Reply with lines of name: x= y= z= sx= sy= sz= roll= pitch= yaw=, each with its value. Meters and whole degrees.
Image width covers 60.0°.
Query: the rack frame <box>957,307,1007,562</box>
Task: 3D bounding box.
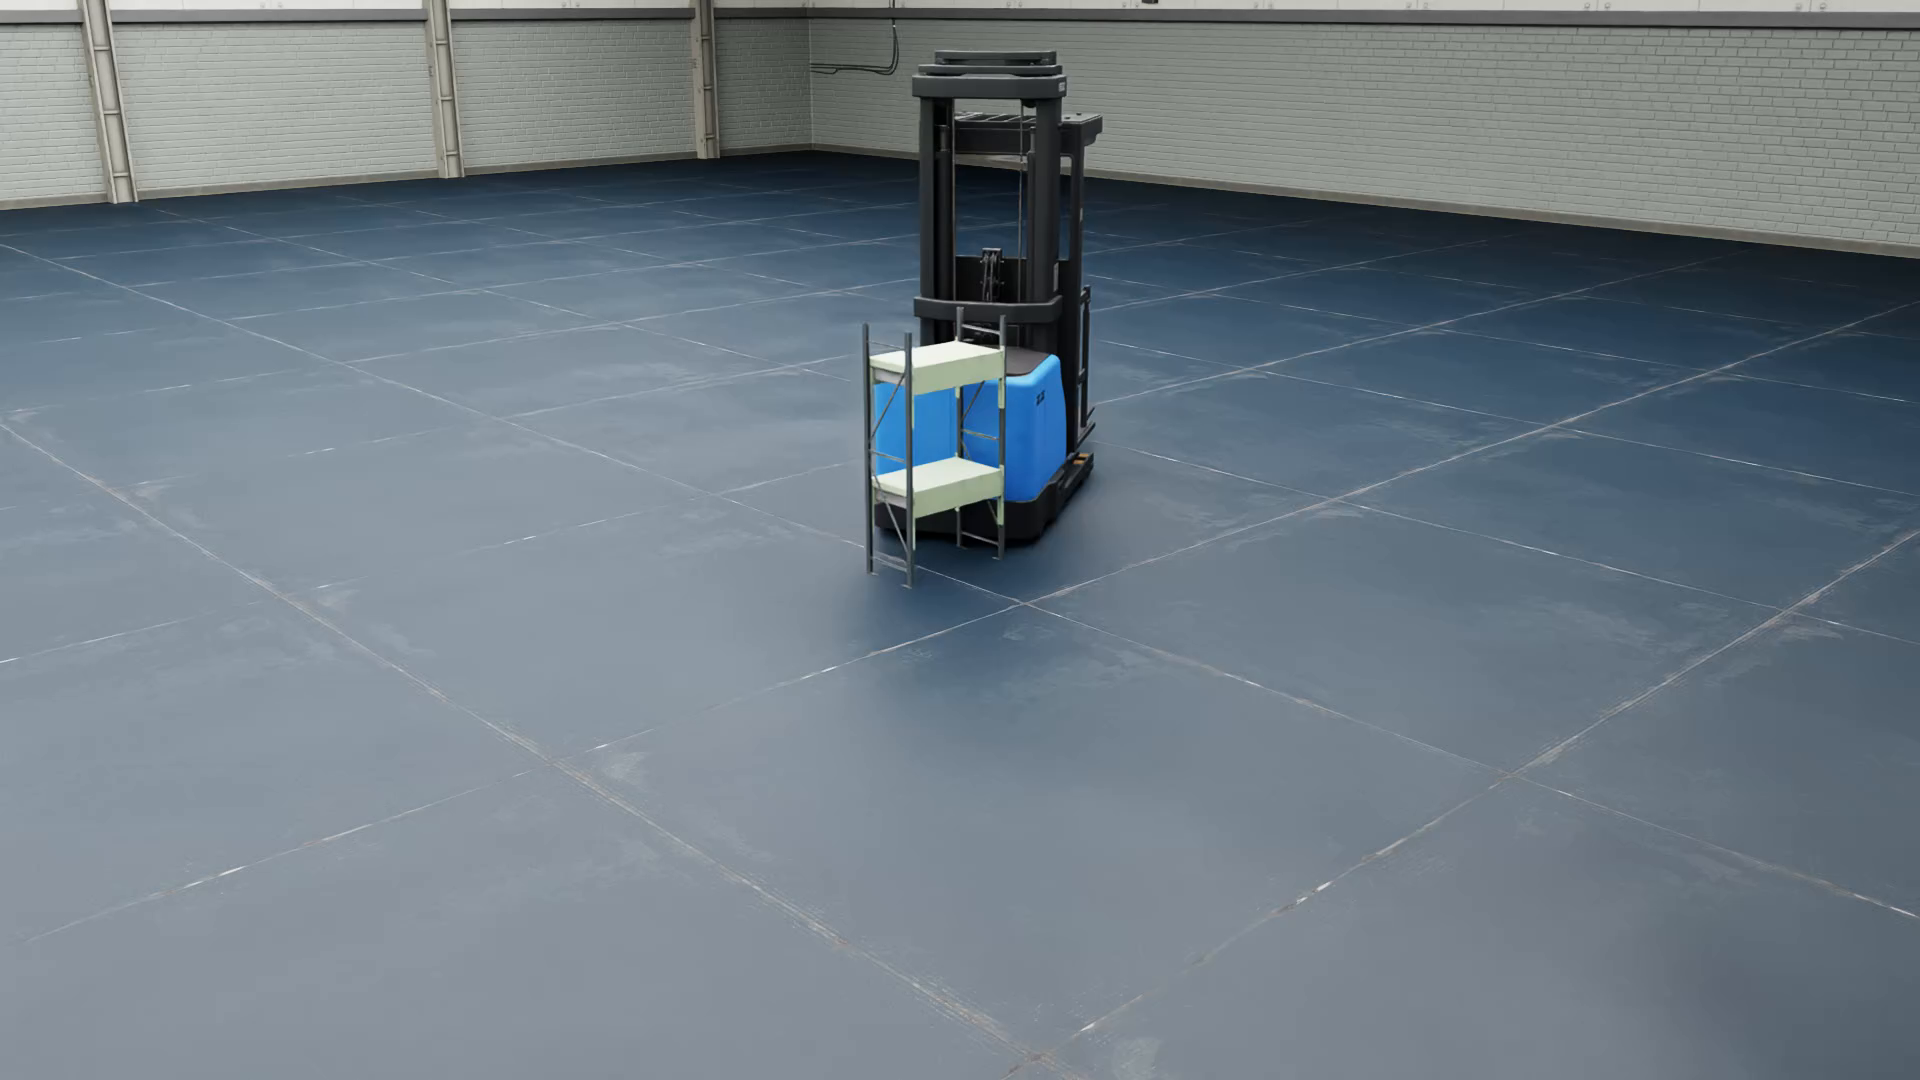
rack frame: x=0.125 y=-0.625 z=9.981 sx=0.023 sy=1.500 sz=0.400 roll=-16 pitch=24 yaw=-40

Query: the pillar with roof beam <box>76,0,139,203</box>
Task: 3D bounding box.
pillar with roof beam: x=-11.206 y=-9.042 z=23.782 sx=0.400 sy=9.000 sz=9.100 roll=-16 pitch=24 yaw=-41

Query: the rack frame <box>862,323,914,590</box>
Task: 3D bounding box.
rack frame: x=-0.410 y=-0.471 z=9.506 sx=0.023 sy=1.500 sz=0.400 roll=-16 pitch=24 yaw=-40

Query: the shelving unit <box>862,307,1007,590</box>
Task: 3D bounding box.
shelving unit: x=-0.142 y=-0.548 z=9.743 sx=0.755 sy=1.500 sz=0.431 roll=-16 pitch=24 yaw=-40

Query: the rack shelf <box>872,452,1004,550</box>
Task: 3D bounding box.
rack shelf: x=-0.142 y=-0.238 z=9.844 sx=0.720 sy=0.370 sz=0.431 roll=-16 pitch=24 yaw=-40

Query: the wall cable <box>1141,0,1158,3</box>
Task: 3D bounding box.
wall cable: x=4.115 y=-12.364 z=28.515 sx=0.169 sy=6.003 sz=2.305 roll=-16 pitch=24 yaw=-41

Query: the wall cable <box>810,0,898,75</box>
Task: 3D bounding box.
wall cable: x=-2.396 y=-11.400 z=36.090 sx=0.112 sy=2.526 sz=3.097 roll=-16 pitch=24 yaw=-41

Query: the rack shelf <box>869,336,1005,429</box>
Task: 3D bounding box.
rack shelf: x=-0.142 y=-0.919 z=9.623 sx=0.720 sy=0.370 sz=0.431 roll=-16 pitch=24 yaw=-40

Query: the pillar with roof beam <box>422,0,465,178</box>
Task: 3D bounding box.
pillar with roof beam: x=-6.847 y=-10.313 z=27.703 sx=0.400 sy=9.000 sz=9.100 roll=-16 pitch=24 yaw=-41

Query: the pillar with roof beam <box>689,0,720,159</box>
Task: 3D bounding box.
pillar with roof beam: x=-2.487 y=-11.585 z=31.624 sx=0.400 sy=9.000 sz=9.100 roll=-16 pitch=24 yaw=-41

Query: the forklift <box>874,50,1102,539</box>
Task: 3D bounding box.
forklift: x=0.332 y=-1.816 z=11.332 sx=1.130 sy=2.935 sz=3.031 roll=5 pitch=19 yaw=14
